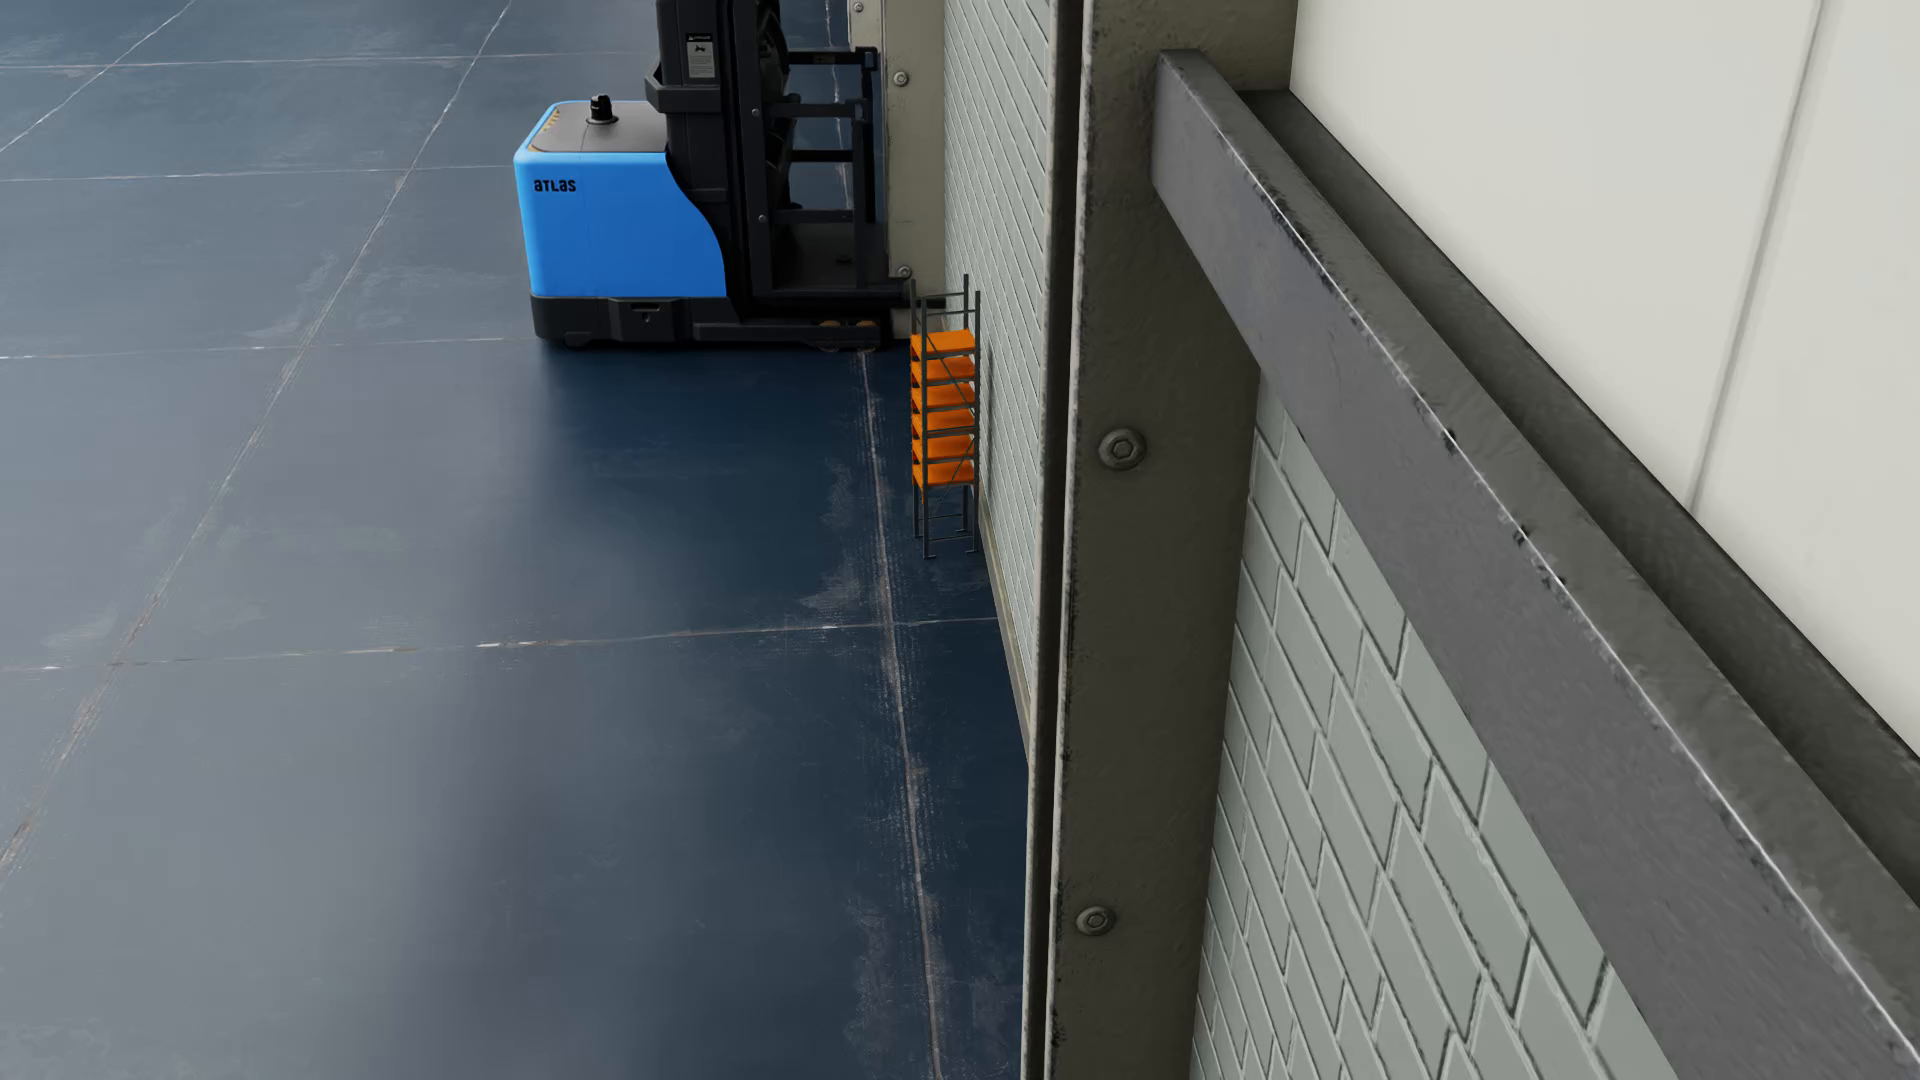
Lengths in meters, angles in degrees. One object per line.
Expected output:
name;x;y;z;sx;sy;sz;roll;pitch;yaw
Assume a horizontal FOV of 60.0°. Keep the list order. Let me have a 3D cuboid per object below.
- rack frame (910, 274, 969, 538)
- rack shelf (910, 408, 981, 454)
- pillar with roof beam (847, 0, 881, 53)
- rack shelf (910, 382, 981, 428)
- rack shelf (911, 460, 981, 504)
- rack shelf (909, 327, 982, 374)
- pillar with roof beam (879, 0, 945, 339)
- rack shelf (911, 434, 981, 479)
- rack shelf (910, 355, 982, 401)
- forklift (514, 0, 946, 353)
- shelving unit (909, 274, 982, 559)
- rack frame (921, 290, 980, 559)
rack frame;-0.083;-0.543;6.988;0.240;1.200;0.006;-7;32;-12
rack shelf;-0.060;-0.460;6.935;0.258;0.103;0.180;-7;32;-12
pillar with roof beam;-5.089;-7.930;11.750;9.100;9.000;0.400;-3;31;-5
rack shelf;-0.060;-0.563;6.874;0.258;0.103;0.180;-7;32;-12
rack shelf;-0.061;-0.253;7.057;0.258;0.103;0.180;-7;32;-12
rack shelf;-0.060;-0.769;6.751;0.258;0.103;0.180;-7;32;-12
pillar with roof beam;-4.529;-4.866;6.622;9.100;9.000;0.400;-3;31;-5
rack shelf;-0.061;-0.356;6.996;0.258;0.103;0.180;-7;32;-12
rack shelf;-0.060;-0.666;6.812;0.258;0.103;0.180;-7;32;-12
forklift;-0.781;-2.539;8.643;3.031;2.935;1.130;0;31;0
shelving unit;-0.060;-0.498;6.912;0.258;1.200;0.189;-7;32;-12
rack frame;-0.037;-0.453;6.836;0.240;1.200;0.006;-7;32;-12
